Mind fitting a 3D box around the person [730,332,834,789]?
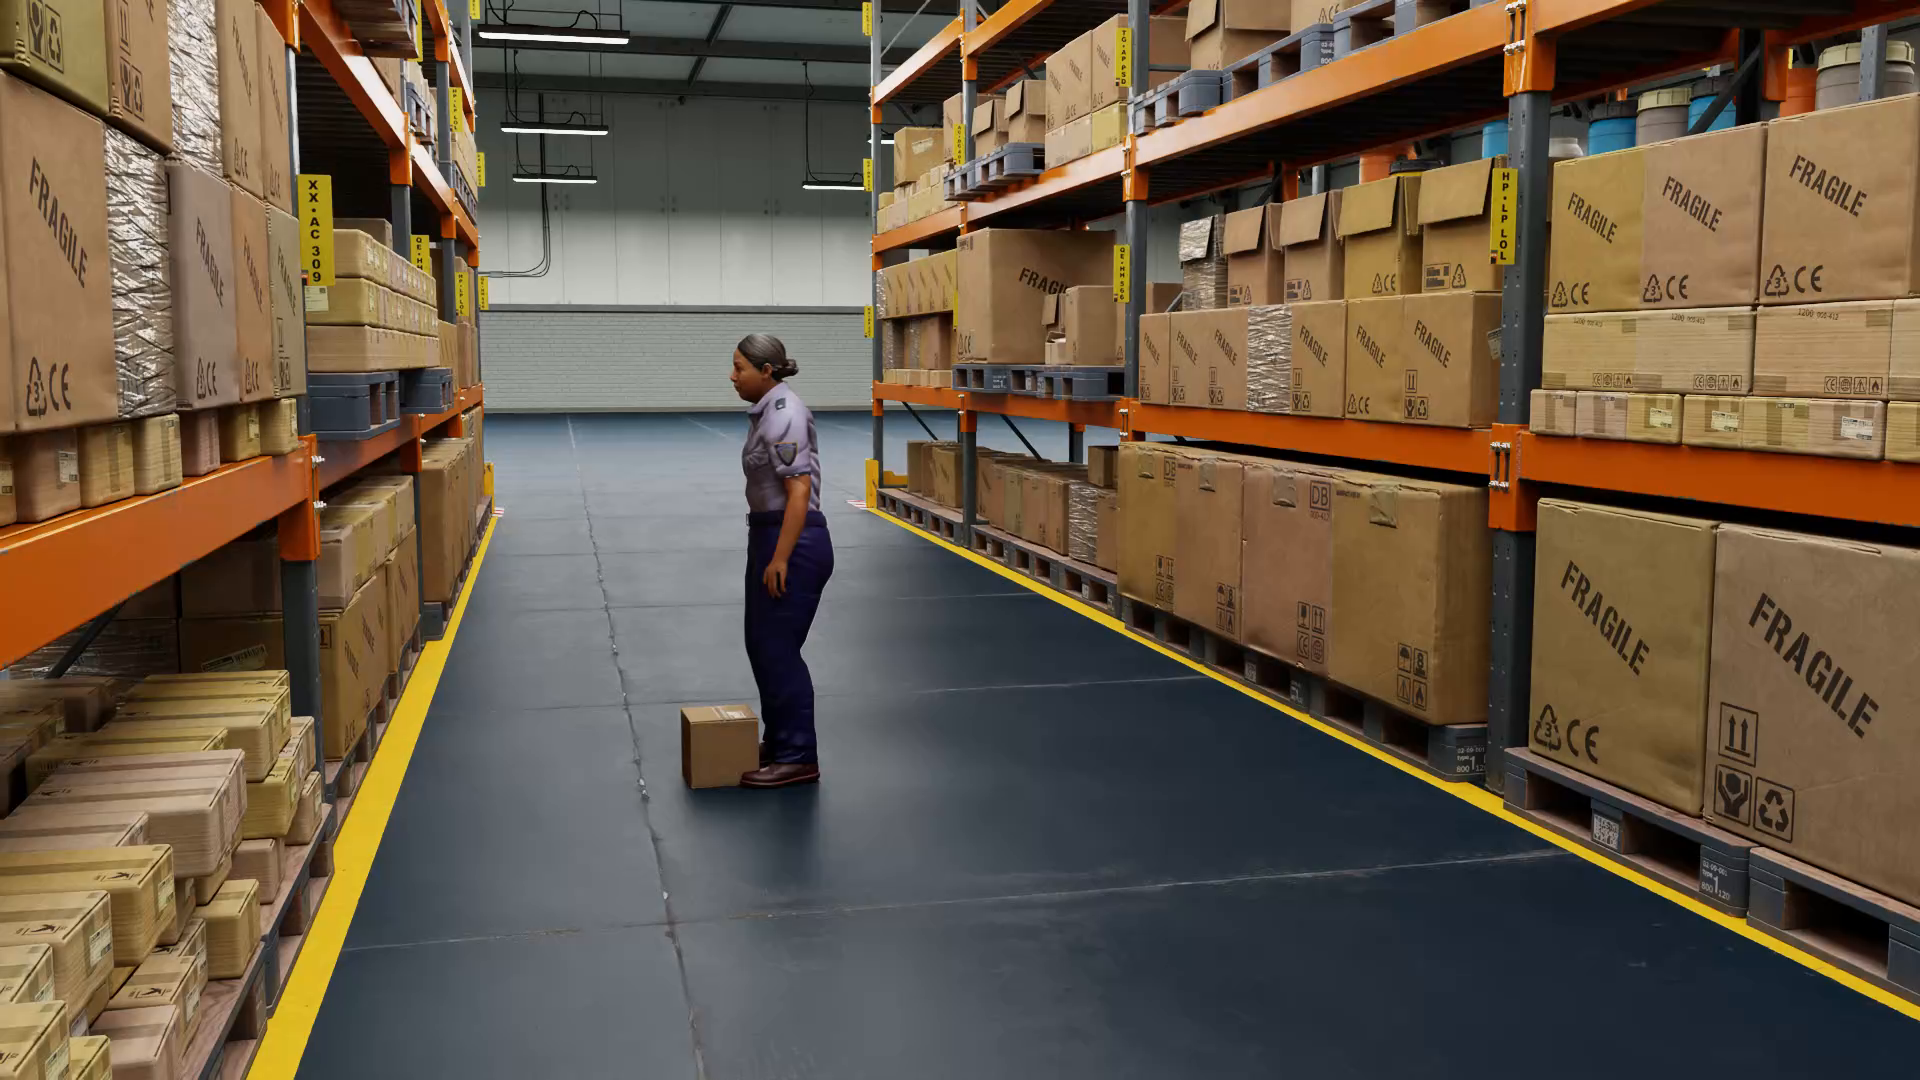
[{"bbox_3d":[-0.666,0.060,6.168,0.368,1.652,0.541,-2,6,-14],"label":"person"}]
